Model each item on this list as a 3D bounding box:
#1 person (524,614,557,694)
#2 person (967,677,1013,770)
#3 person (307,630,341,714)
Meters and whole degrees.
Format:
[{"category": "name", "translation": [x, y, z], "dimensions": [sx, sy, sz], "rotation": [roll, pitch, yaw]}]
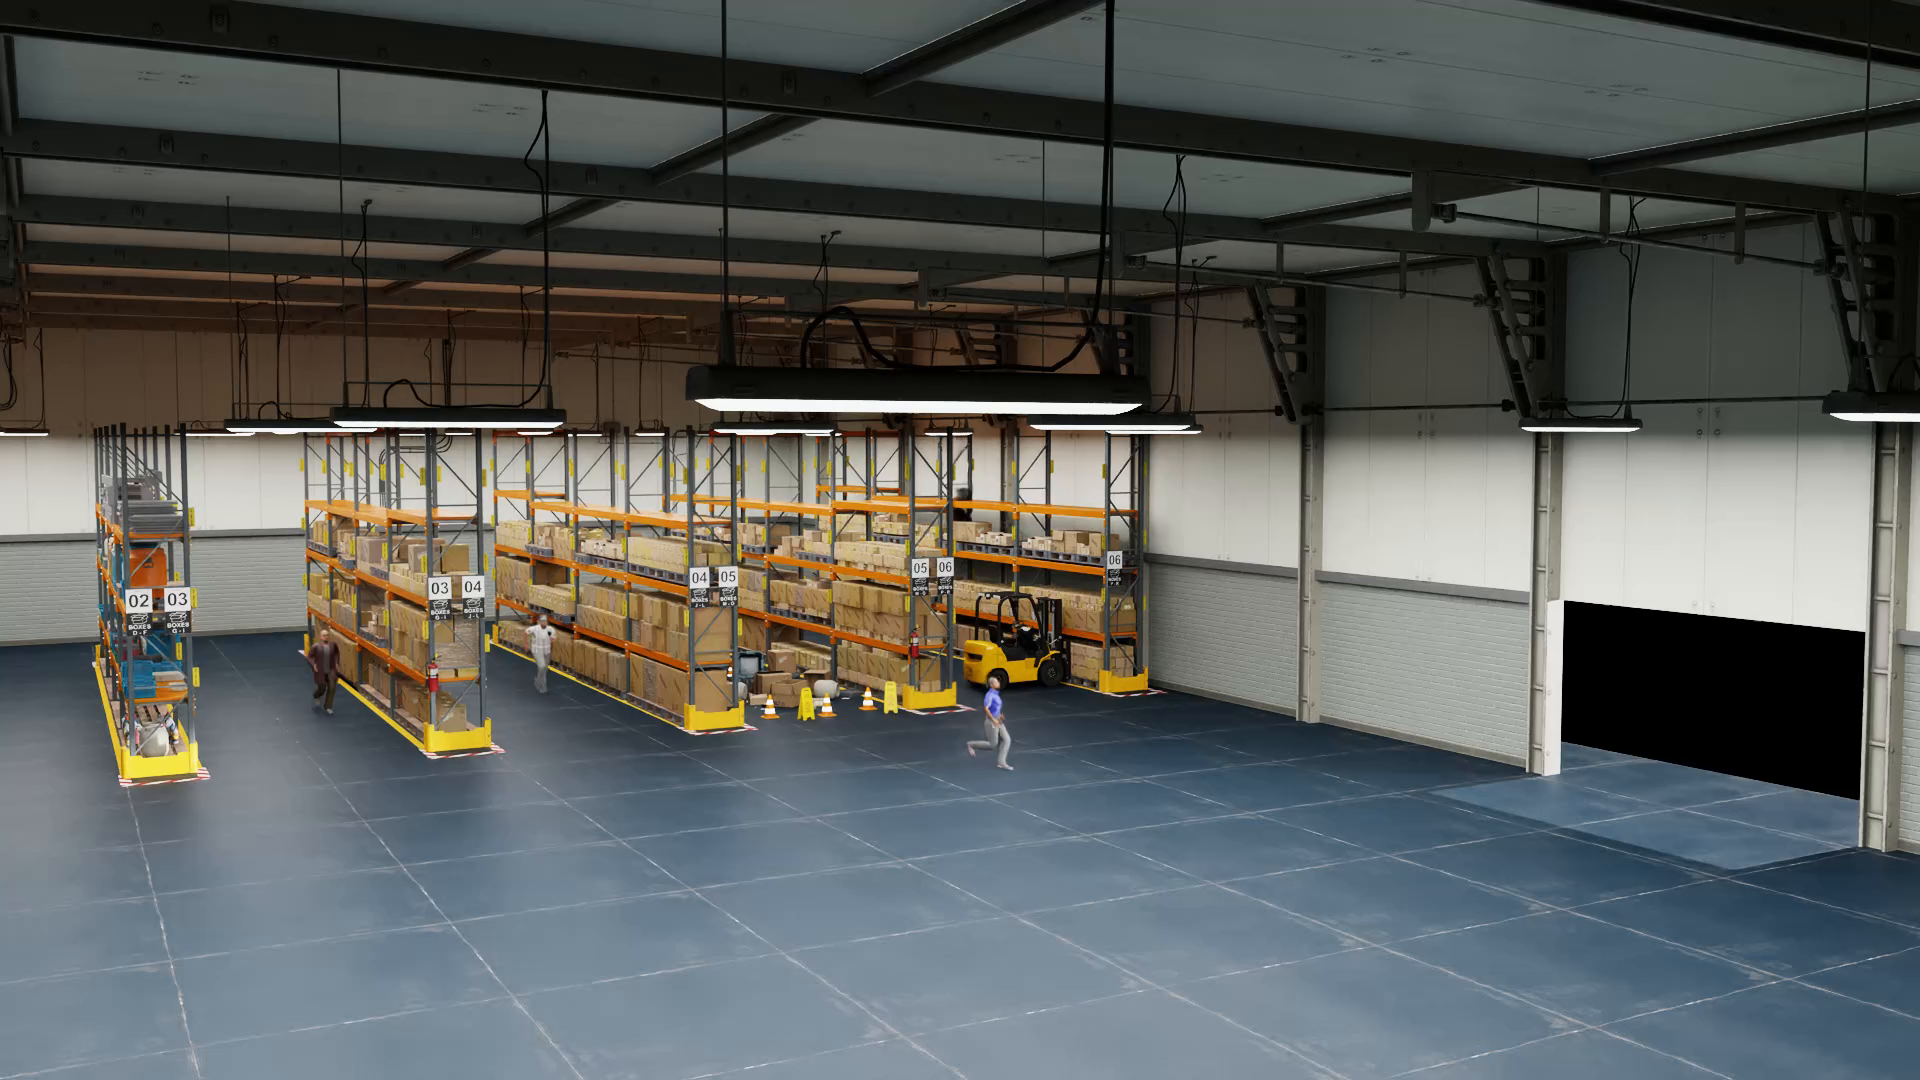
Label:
[{"category": "person", "translation": [-9.469, 2.576, 37.624], "dimensions": [0.686, 1.827, 0.844], "rotation": [-2, 4, -34]}, {"category": "person", "translation": [0.540, 3.187, 28.927], "dimensions": [0.795, 1.619, 0.572], "rotation": [1, 4, 17]}, {"category": "person", "translation": [-13.317, 2.748, 34.829], "dimensions": [0.702, 1.743, 0.846], "rotation": [-3, 4, -36]}]
